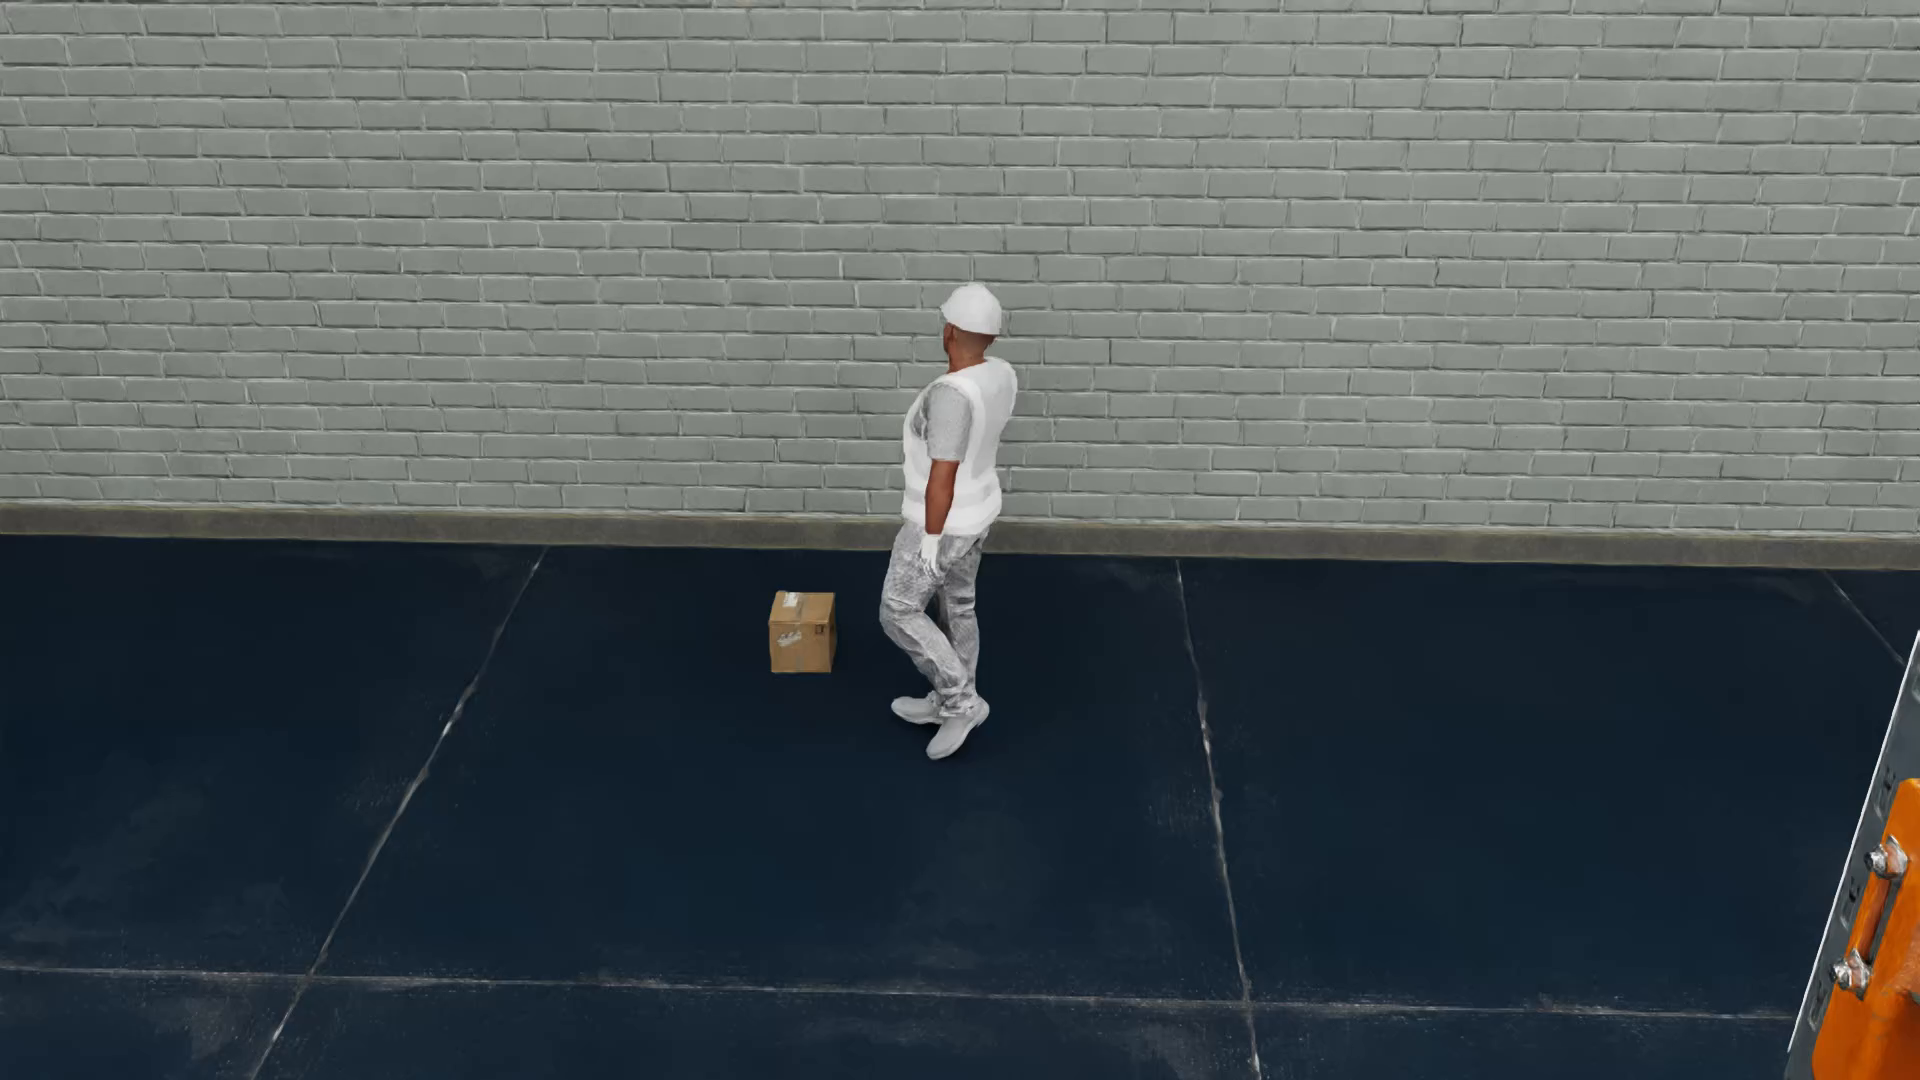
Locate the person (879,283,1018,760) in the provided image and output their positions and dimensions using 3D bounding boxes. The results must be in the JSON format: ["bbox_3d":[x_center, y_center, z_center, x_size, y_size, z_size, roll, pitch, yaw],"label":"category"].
[{"bbox_3d":[-0.036,-0.078,6.241,0.456,1.776,0.625,11,30,20],"label":"person"}]
